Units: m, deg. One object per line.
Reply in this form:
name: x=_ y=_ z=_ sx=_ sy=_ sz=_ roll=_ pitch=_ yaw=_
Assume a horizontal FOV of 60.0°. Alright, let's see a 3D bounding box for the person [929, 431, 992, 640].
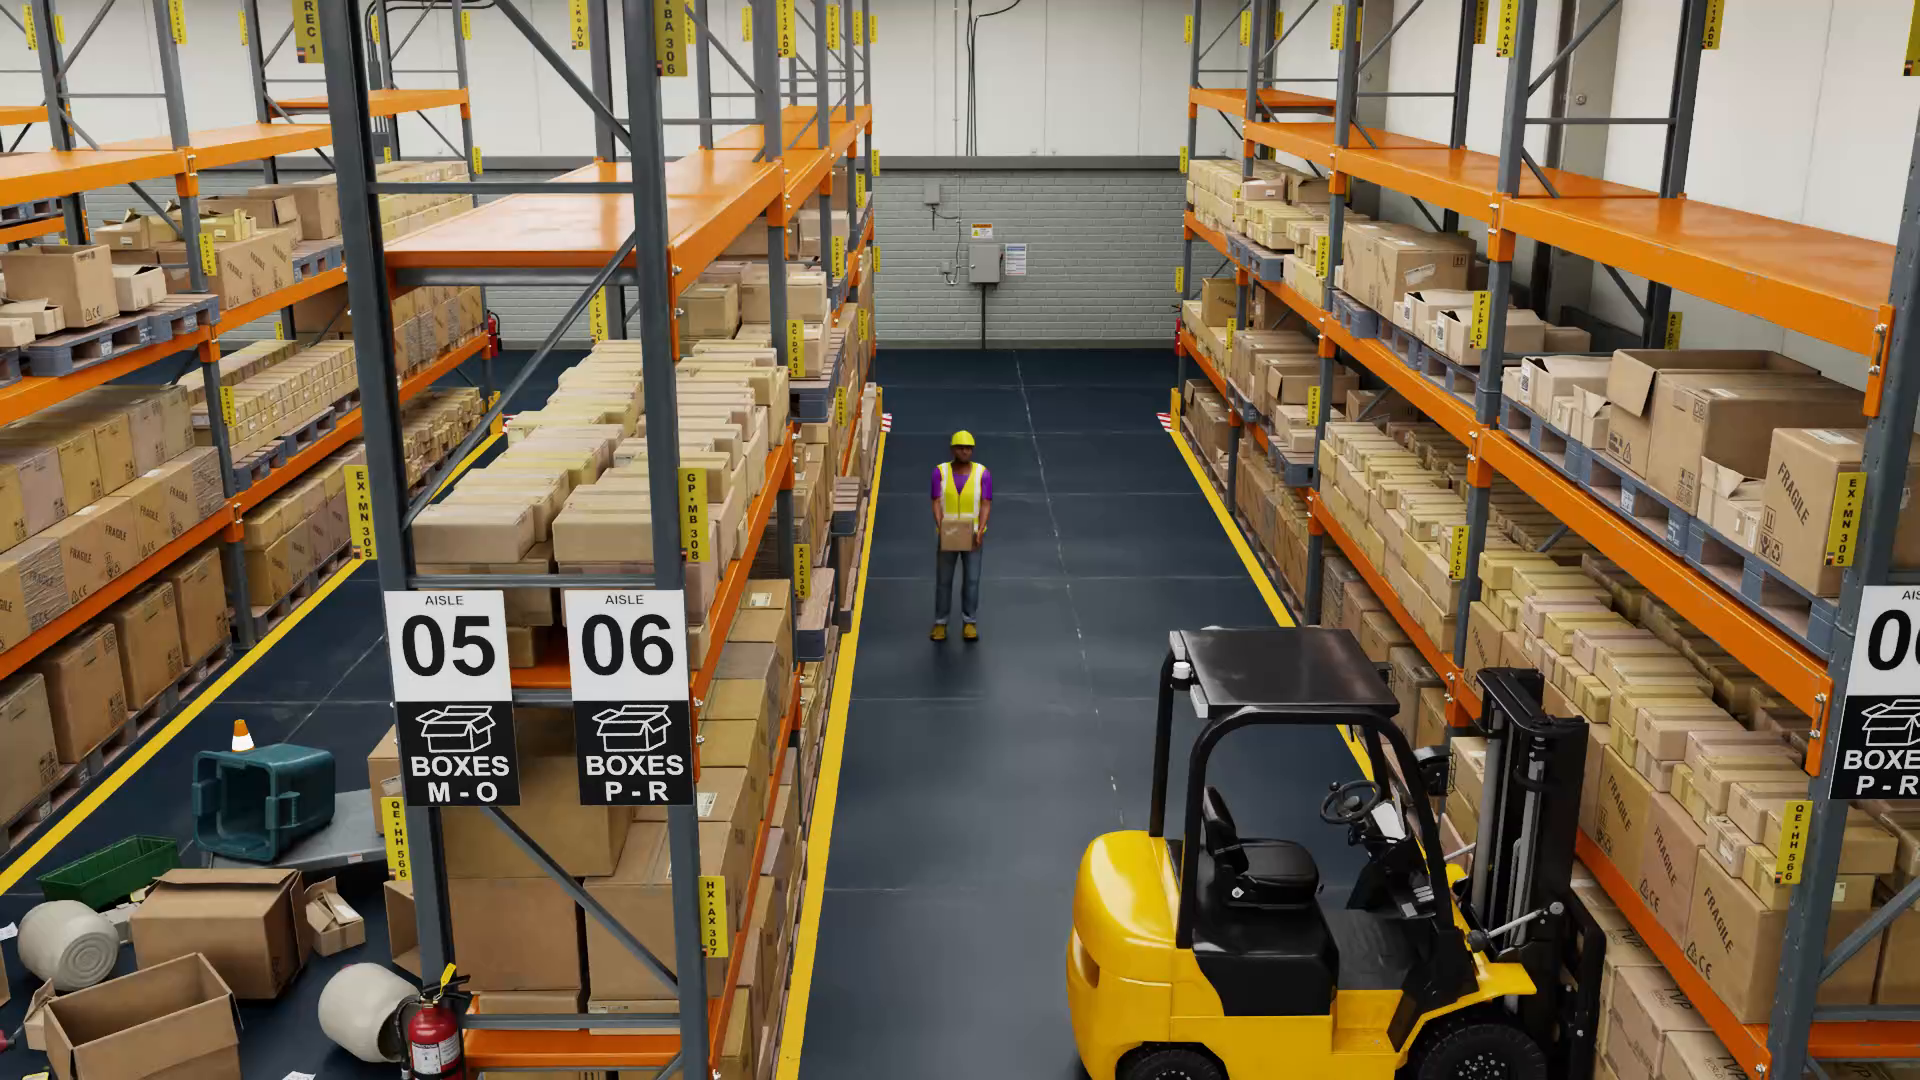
person: x=0.004 y=-0.029 z=14.089 sx=0.538 sy=1.772 sz=0.560 roll=0 pitch=17 yaw=-2
